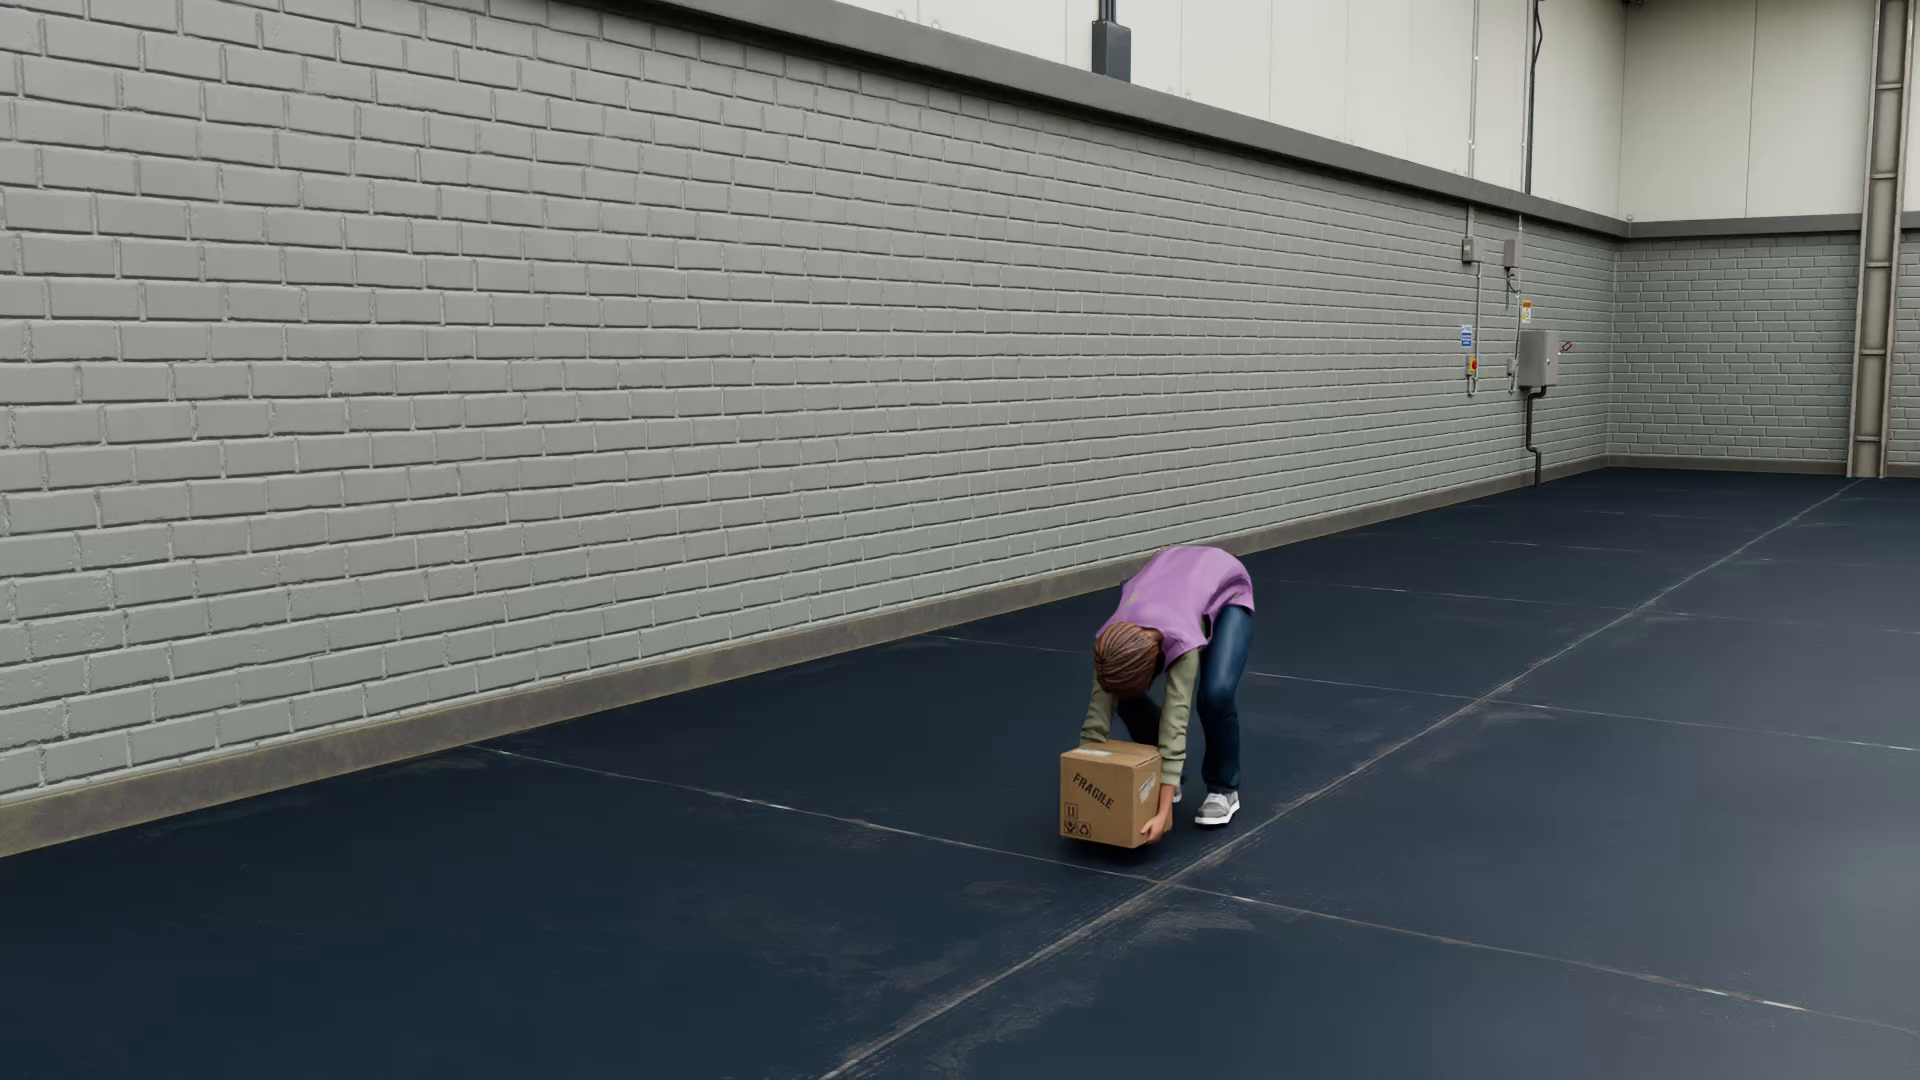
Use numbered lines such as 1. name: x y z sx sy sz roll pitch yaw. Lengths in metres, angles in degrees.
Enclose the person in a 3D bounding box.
1. person: 0.657 0.474 5.229 0.425 0.873 0.853 4 8 31
